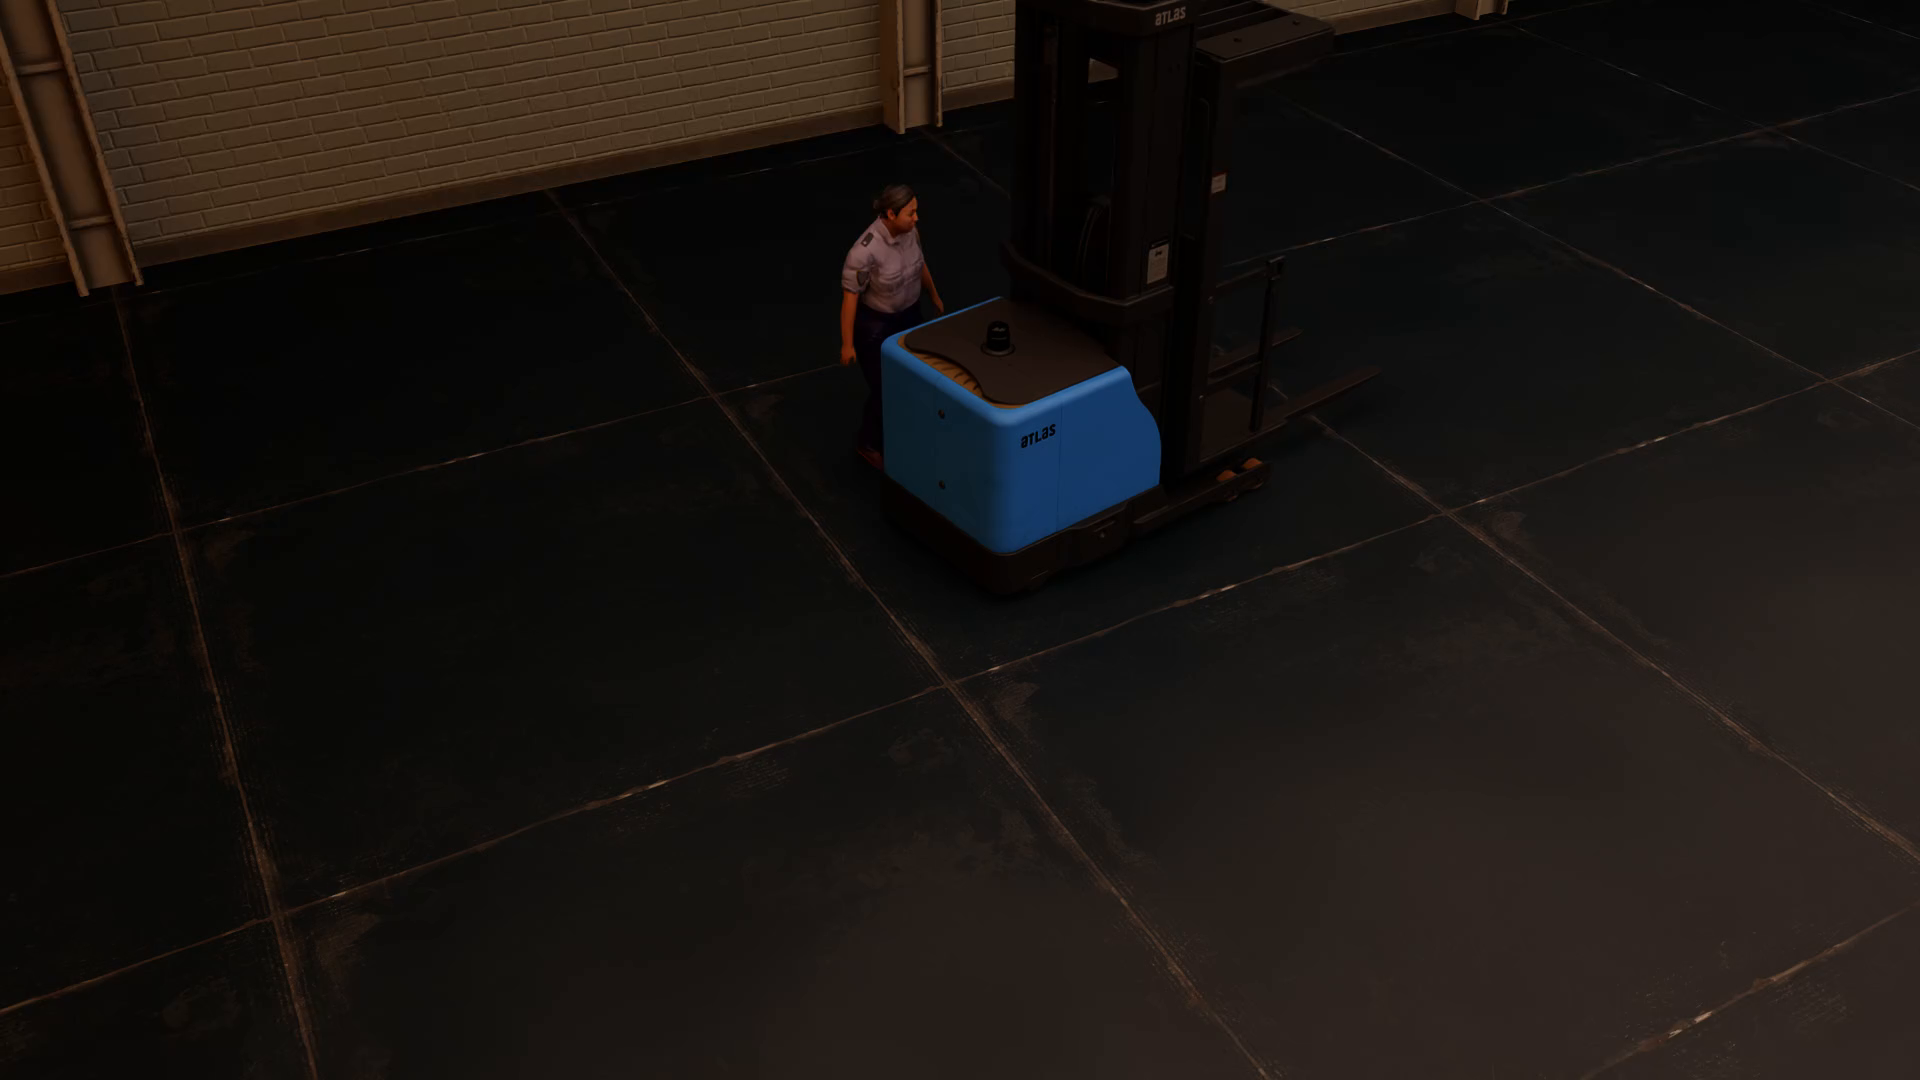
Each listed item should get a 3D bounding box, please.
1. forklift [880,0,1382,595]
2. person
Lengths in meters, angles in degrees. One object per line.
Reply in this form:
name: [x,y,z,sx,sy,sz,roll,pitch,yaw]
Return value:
forklift: [1.063,-1.621,8.416,3.031,2.935,1.130,-24,42,-30]
person: [-0.344,-1.165,8.908,0.374,1.627,0.766,23,41,29]
